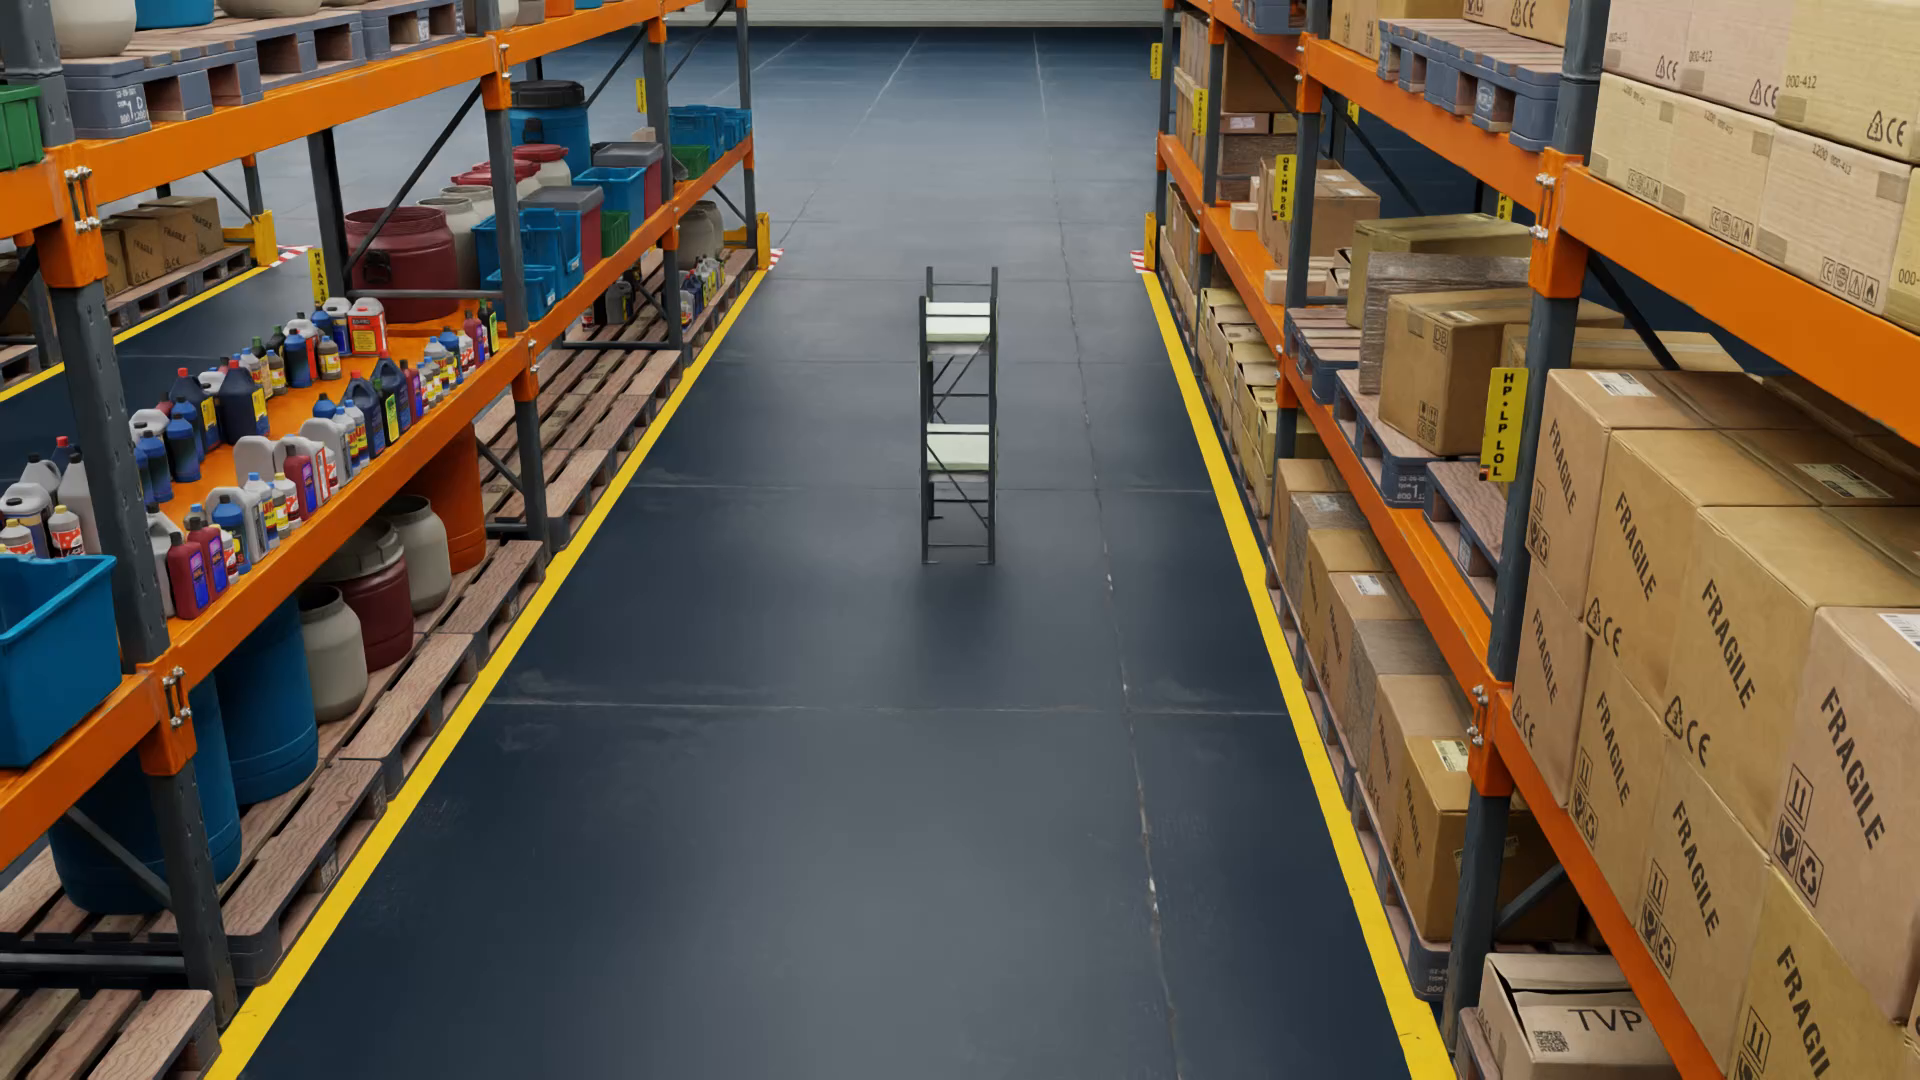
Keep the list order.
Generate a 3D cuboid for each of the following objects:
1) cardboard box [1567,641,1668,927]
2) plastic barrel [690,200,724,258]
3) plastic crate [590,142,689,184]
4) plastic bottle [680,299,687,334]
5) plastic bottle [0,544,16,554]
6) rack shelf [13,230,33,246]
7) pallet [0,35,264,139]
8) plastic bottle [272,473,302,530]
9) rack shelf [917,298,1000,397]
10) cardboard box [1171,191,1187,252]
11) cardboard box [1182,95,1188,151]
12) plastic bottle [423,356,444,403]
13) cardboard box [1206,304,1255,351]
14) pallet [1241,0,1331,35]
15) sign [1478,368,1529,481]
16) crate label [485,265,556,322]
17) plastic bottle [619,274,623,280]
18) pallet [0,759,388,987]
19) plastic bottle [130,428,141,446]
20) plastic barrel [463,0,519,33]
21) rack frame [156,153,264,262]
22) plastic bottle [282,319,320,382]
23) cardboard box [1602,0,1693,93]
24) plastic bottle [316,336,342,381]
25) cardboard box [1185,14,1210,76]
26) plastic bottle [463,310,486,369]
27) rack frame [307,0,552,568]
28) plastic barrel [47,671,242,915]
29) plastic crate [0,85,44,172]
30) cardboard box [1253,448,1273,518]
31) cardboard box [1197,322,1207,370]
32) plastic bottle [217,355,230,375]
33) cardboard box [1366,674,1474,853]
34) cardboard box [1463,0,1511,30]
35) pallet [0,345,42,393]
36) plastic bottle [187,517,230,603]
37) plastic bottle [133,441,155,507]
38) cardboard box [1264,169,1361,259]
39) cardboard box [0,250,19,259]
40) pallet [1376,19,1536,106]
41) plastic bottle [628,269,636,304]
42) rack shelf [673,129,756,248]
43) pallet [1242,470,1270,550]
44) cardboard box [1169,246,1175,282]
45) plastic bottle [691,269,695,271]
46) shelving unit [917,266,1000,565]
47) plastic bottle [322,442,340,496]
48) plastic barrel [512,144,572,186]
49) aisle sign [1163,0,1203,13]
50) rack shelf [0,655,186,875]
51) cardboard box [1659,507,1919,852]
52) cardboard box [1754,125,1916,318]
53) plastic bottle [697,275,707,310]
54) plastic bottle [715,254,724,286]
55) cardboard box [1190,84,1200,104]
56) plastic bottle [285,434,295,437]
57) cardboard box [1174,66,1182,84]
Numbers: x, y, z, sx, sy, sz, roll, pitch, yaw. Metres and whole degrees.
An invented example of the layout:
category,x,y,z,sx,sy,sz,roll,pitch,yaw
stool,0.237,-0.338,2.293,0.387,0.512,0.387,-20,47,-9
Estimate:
category,x,y,z,sx,sy,sz,roll,pitch,yaw
cardboard box,1.757,0.547,3.833,0.500,0.500,0.500,1,21,3
plastic barrel,-2.472,-2.964,15.880,0.421,0.512,0.421,0,21,0
plastic crate,-2.507,-2.880,12.890,0.767,0.338,0.504,1,21,2
plastic bottle,-2.202,-1.764,13.093,0.097,0.271,0.097,0,21,0
plastic bottle,-3.079,0.113,5.366,0.097,0.201,0.097,0,21,0
rack shelf,-7.662,-1.717,10.801,1.077,0.370,4.000,1,21,2
pallet,-2.967,-1.423,5.164,1.213,0.211,1.003,1,21,2
plastic bottle,-2.451,-0.143,6.026,0.097,0.201,0.097,0,21,0
rack shelf,0.000,-1.065,9.123,0.431,0.370,0.720,1,21,2
cardboard box,2.168,-2.822,14.838,0.500,0.500,0.500,1,21,2
cardboard box,2.384,-3.799,15.036,0.700,0.500,0.500,1,21,3
plastic bottle,-2.401,-0.730,7.538,0.097,0.201,0.097,0,21,0
cardboard box,2.019,-1.513,11.726,0.500,0.311,0.500,0,21,1
pallet,2.110,-2.775,8.650,1.213,0.211,1.003,2,21,4
sign,1.503,-0.317,4.599,0.100,0.325,0.005,1,21,2
crate label,-2.384,-1.345,9.079,0.303,0.233,0.416,1,21,2
plastic bottle,-2.894,-2.137,14.047,0.152,0.276,0.135,1,21,3
pallet,-2.828,1.193,6.162,1.003,0.211,1.213,1,21,2
plastic bottle,-3.174,-0.280,6.274,0.152,0.276,0.135,1,21,2
plastic barrel,-2.456,-2.834,8.385,0.421,0.512,0.421,0,21,0
rack frame,-7.479,-4.222,16.262,1.000,3.000,0.127,1,21,2
plastic bottle,-3.122,-0.897,7.864,0.152,0.276,0.135,1,21,2
cardboard box,1.794,-1.161,3.744,0.500,0.250,0.500,1,21,2
plastic bottle,-2.997,-0.867,7.892,0.097,0.201,0.097,0,21,0
cardboard box,2.383,-4.385,14.751,0.700,0.500,0.500,0,21,0
plastic bottle,-2.365,-0.986,8.084,0.061,0.283,0.133,1,21,2
rack frame,-2.772,-1.275,8.667,1.000,3.000,0.127,1,21,2
plastic barrel,-2.860,0.758,5.750,0.600,0.901,0.708,1,21,2
plastic crate,-2.604,-0.971,4.032,0.450,0.188,0.662,1,21,2
cardboard box,1.951,-0.326,9.442,0.500,0.250,0.500,1,21,3
cardboard box,2.041,-1.436,12.303,0.500,0.250,0.500,0,21,0
plastic bottle,-3.189,-0.650,7.219,0.061,0.283,0.133,1,21,2
cardboard box,1.809,0.828,6.097,0.500,0.500,0.500,1,21,2
cardboard box,2.184,-2.123,5.851,0.600,0.600,0.600,0,21,0
pallet,-7.623,-1.194,12.314,1.003,0.211,1.213,1,21,2
plastic bottle,-2.452,0.050,5.415,0.061,0.283,0.133,1,21,2
plastic bottle,-3.053,-0.234,6.164,0.097,0.271,0.097,0,21,0
cardboard box,2.230,-2.063,10.560,0.500,0.500,0.500,1,21,2
cardboard box,-7.539,-2.157,13.817,0.500,0.500,0.500,8,22,19
pallet,2.176,-1.693,5.859,1.213,0.211,1.003,1,21,2
plastic bottle,-2.788,-2.140,14.043,0.061,0.283,0.133,1,21,2
rack shelf,-2.589,-3.109,14.388,1.077,0.370,4.000,1,21,2
pallet,2.243,-0.216,9.794,1.003,0.211,1.213,1,21,2
cardboard box,2.157,-2.472,14.974,0.500,0.250,0.500,1,21,2
plastic bottle,-2.311,-2.252,14.447,0.097,0.201,0.097,0,21,0
shelving unit,0.000,-0.702,9.264,0.431,1.500,0.755,1,21,2
plastic bottle,-2.440,-0.275,6.366,0.097,0.201,0.097,0,21,0
plastic barrel,-2.898,-2.441,11.485,0.433,0.535,0.433,0,21,0
aisle sign,2.118,-5.350,15.578,0.394,0.787,0.004,1,21,2
rack shelf,-2.954,1.230,3.206,1.077,0.370,4.000,1,21,2
cardboard box,1.731,0.254,3.206,0.500,0.500,0.500,0,21,0
cardboard box,1.760,-0.566,2.902,0.500,0.250,0.500,1,21,2
plastic bottle,-2.158,-2.074,13.875,0.061,0.283,0.133,2,21,4
plastic bottle,-2.131,-2.395,14.700,0.061,0.283,0.133,1,21,3
cardboard box,2.148,-3.765,14.051,0.380,0.149,0.250,1,21,2
plastic bottle,-2.589,-0.312,6.461,0.097,0.201,0.097,0,21,0
cardboard box,2.195,-4.321,15.483,0.380,0.149,0.250,0,21,1
